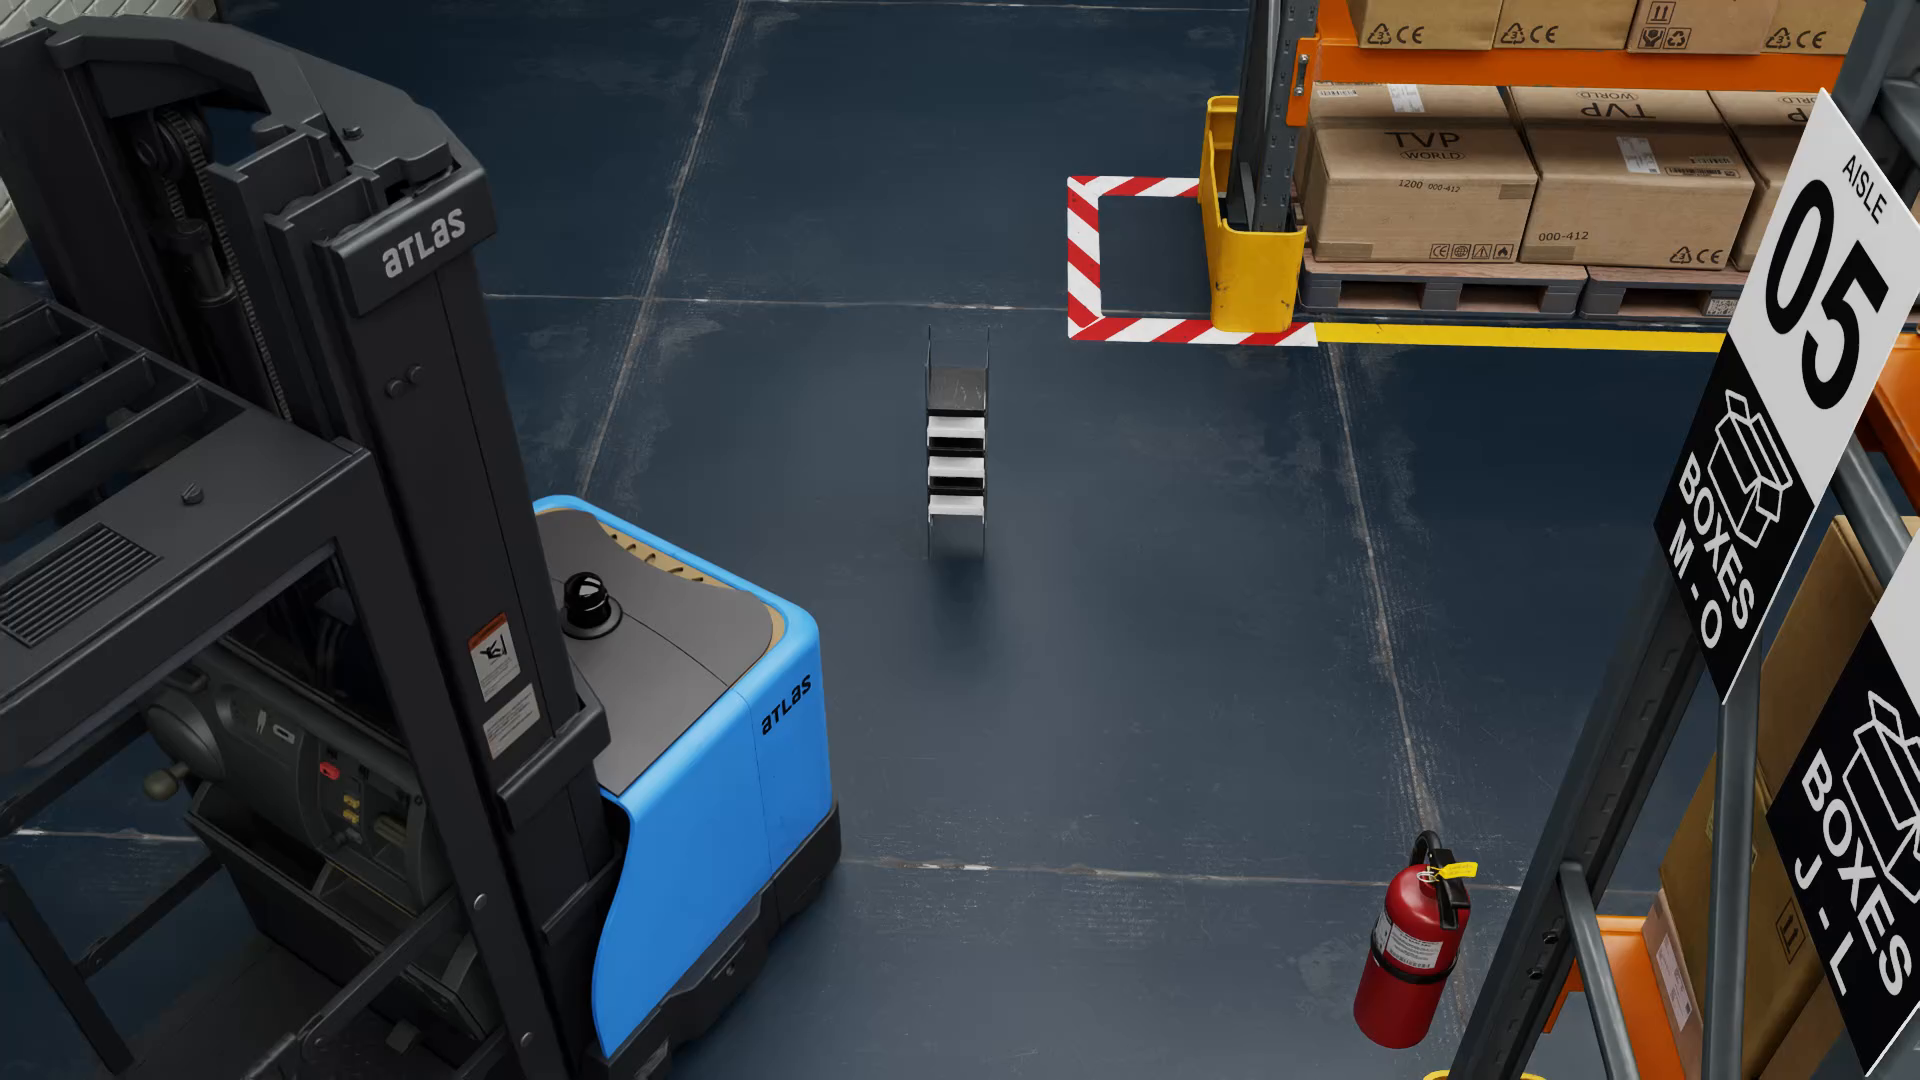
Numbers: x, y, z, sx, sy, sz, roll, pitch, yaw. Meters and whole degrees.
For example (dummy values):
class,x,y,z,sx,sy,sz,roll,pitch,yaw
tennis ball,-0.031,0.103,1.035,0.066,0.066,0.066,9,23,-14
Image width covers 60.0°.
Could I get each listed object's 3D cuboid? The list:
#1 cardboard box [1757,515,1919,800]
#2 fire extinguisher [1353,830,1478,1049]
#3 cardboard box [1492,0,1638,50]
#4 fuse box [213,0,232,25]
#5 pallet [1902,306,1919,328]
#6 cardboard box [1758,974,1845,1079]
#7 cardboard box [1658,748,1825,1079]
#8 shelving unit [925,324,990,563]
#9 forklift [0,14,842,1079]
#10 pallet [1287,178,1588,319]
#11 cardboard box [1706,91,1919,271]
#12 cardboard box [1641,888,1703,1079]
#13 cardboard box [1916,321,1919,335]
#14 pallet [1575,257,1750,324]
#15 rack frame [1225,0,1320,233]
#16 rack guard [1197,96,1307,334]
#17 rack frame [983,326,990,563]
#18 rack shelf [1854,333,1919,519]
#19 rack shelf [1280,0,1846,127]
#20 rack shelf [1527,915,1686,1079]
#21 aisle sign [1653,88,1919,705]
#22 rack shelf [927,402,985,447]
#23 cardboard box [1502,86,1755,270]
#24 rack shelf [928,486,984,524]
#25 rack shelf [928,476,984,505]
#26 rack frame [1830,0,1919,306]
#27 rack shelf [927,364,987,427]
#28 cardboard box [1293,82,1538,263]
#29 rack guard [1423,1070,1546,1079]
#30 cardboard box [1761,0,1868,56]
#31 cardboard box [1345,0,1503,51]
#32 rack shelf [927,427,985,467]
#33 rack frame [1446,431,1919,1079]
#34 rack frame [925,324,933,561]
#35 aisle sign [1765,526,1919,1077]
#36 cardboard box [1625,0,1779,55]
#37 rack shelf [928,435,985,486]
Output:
class,x,y,z,sx,sy,sz,roll,pitch,yaw
cardboard box,1.665,0.312,2.689,0.500,0.500,0.500,1,43,1
fire extinguisher,0.966,0.822,3.498,0.183,0.674,0.296,2,43,2
cardboard box,2.292,-2.225,6.364,0.500,0.500,0.500,1,43,1
fuse box,-4.075,-3.507,8.759,0.414,1.711,0.539,2,43,2
pallet,4.558,-1.328,7.521,1.213,0.211,1.003,2,43,2
cardboard box,1.633,1.035,2.646,0.500,0.500,0.500,4,43,4
cardboard box,1.657,0.672,3.036,0.500,0.500,0.500,3,43,3
shelving unit,-0.008,-0.330,5.944,0.210,0.900,0.258,2,43,2
forklift,-1.596,0.576,3.482,1.130,2.935,3.031,24,48,24
pallet,2.121,-1.403,7.602,1.213,0.211,1.003,2,43,2
cardboard box,3.798,-1.608,7.347,0.875,0.438,0.875,1,43,1
cardboard box,1.535,0.888,3.280,0.250,0.149,0.380,2,43,2
cardboard box,1.663,-0.230,2.206,0.500,0.250,0.500,1,43,1
pallet,3.336,-1.364,7.559,1.213,0.211,1.003,2,43,2
rack frame,1.319,-2.395,6.620,0.127,3.000,1.000,2,43,2
rack guard,1.295,-1.481,7.473,0.348,0.500,1.175,2,43,2
rack frame,0.093,-0.326,5.940,0.006,0.900,0.240,2,43,2
rack shelf,3.195,0.206,2.155,4.000,0.370,1.077,2,43,2
rack shelf,3.317,-2.070,6.799,4.000,0.370,1.077,2,43,2
rack shelf,3.195,1.304,3.178,4.000,0.370,1.077,2,43,2
aisle sign,1.137,-0.179,2.334,0.004,0.787,0.394,2,43,2
rack shelf,-0.008,-0.437,5.844,0.200,0.077,0.258,2,43,2
cardboard box,2.897,-1.636,7.378,0.875,0.438,0.875,3,43,3
rack shelf,-0.008,-0.173,6.089,0.200,0.077,0.258,2,43,2
rack shelf,-0.008,-0.239,6.028,0.200,0.077,0.258,2,43,2
rack frame,1.197,-1.216,0.954,0.127,3.000,1.000,2,43,2
rack shelf,-0.008,-0.503,5.782,0.200,0.077,0.258,2,43,2
cardboard box,1.982,-1.659,7.402,0.875,0.438,0.875,0,43,0
rack guard,1.273,1.896,3.848,0.348,0.500,1.175,2,43,2
cardboard box,3.300,-2.193,6.330,0.500,0.500,0.500,3,43,3
cardboard box,1.785,-2.221,6.360,0.500,0.500,0.500,1,43,2
rack shelf,-0.008,-0.371,5.905,0.200,0.077,0.258,2,43,2
rack frame,1.197,0.979,2.999,0.127,3.000,1.000,2,43,2
rack frame,-0.110,-0.333,5.947,0.006,0.900,0.240,2,43,2
aisle sign,1.110,0.230,1.896,0.004,0.787,0.394,2,43,2
cardboard box,2.799,-2.197,6.334,0.500,0.500,0.500,2,43,2
rack shelf,-0.008,-0.305,5.966,0.200,0.077,0.258,2,43,2
